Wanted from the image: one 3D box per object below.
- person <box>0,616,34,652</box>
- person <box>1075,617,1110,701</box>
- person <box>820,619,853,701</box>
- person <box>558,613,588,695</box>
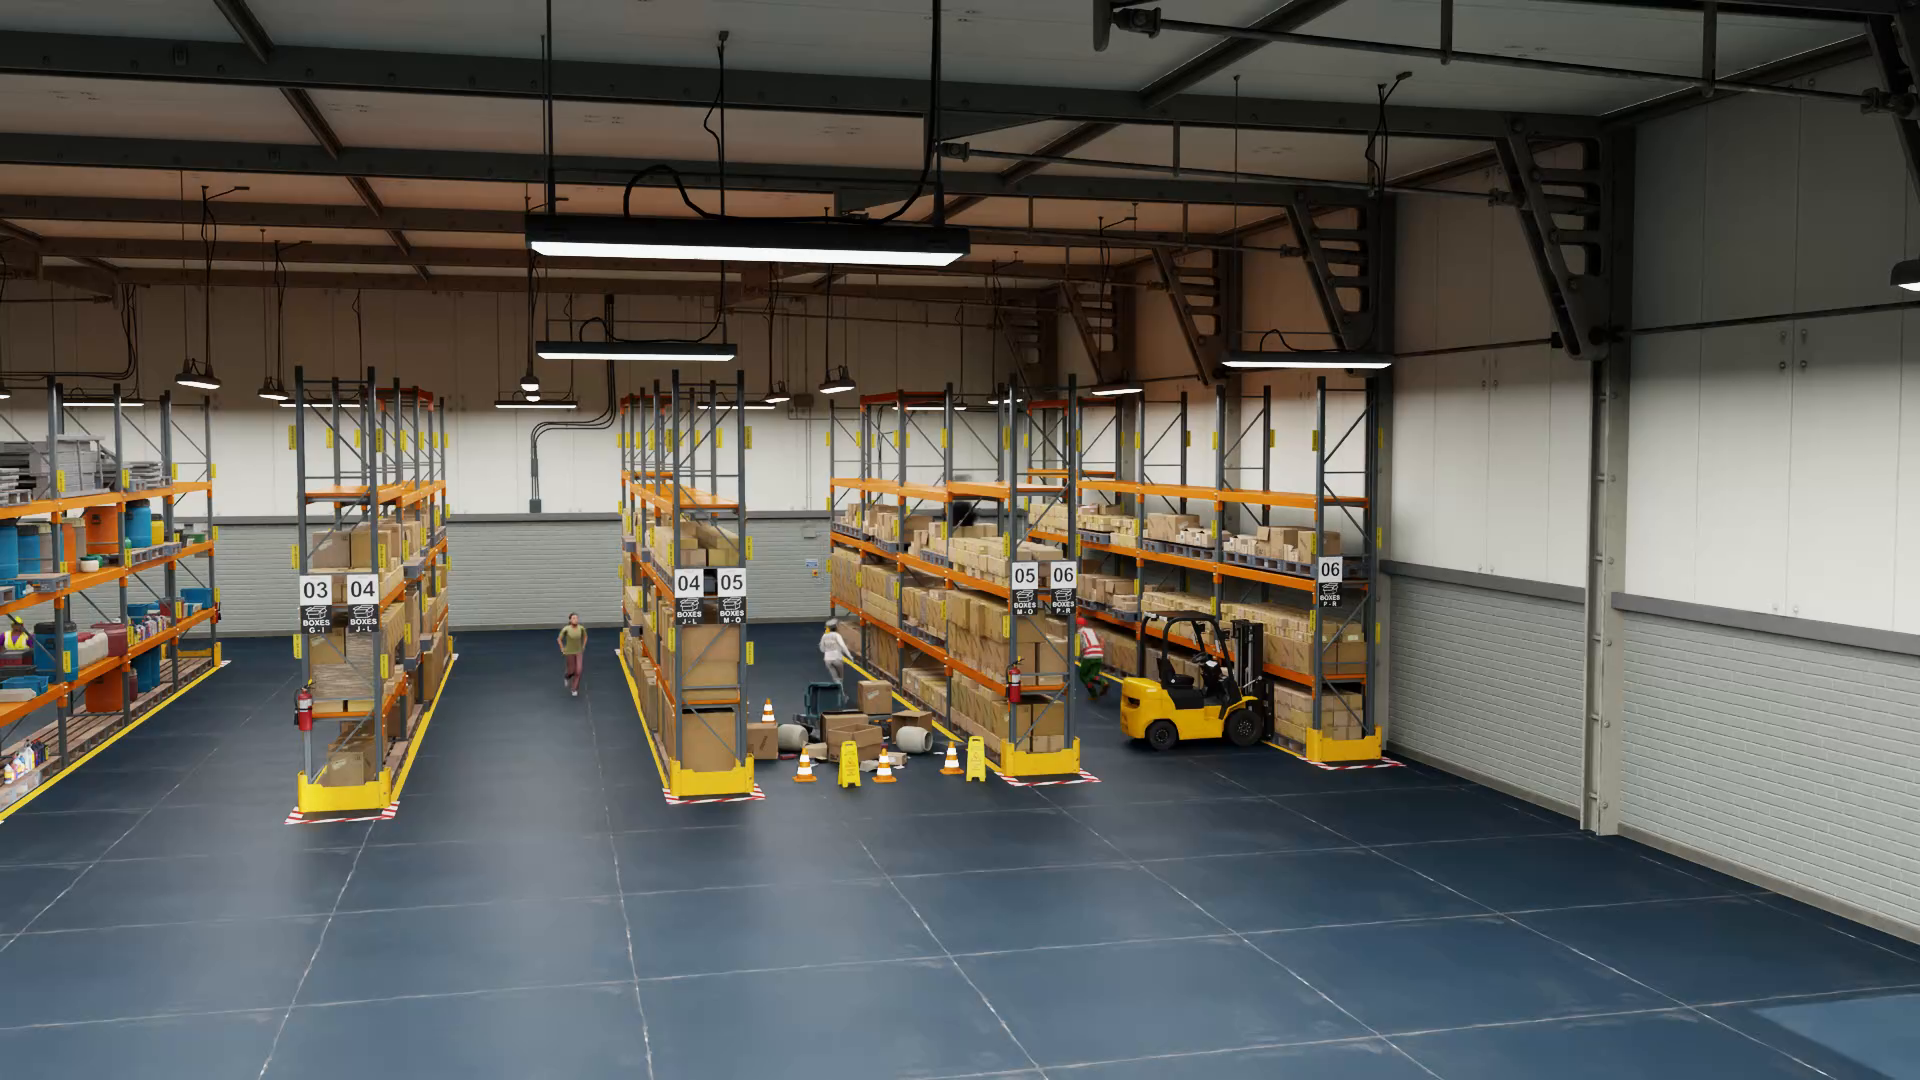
[{"bbox_3d":[-17.357,2.299,30.581,0.695,1.789,0.721,-1,4,-21],"label":"person"},{"bbox_3d":[2.566,2.308,32.070,0.674,1.590,0.989,-3,4,-36],"label":"person"},{"bbox_3d":[-2.378,2.331,31.669,0.716,1.631,0.604,1,4,15],"label":"person"},{"bbox_3d":[-7.662,2.241,32.943,0.595,1.625,0.616,-2,4,-27],"label":"person"}]
